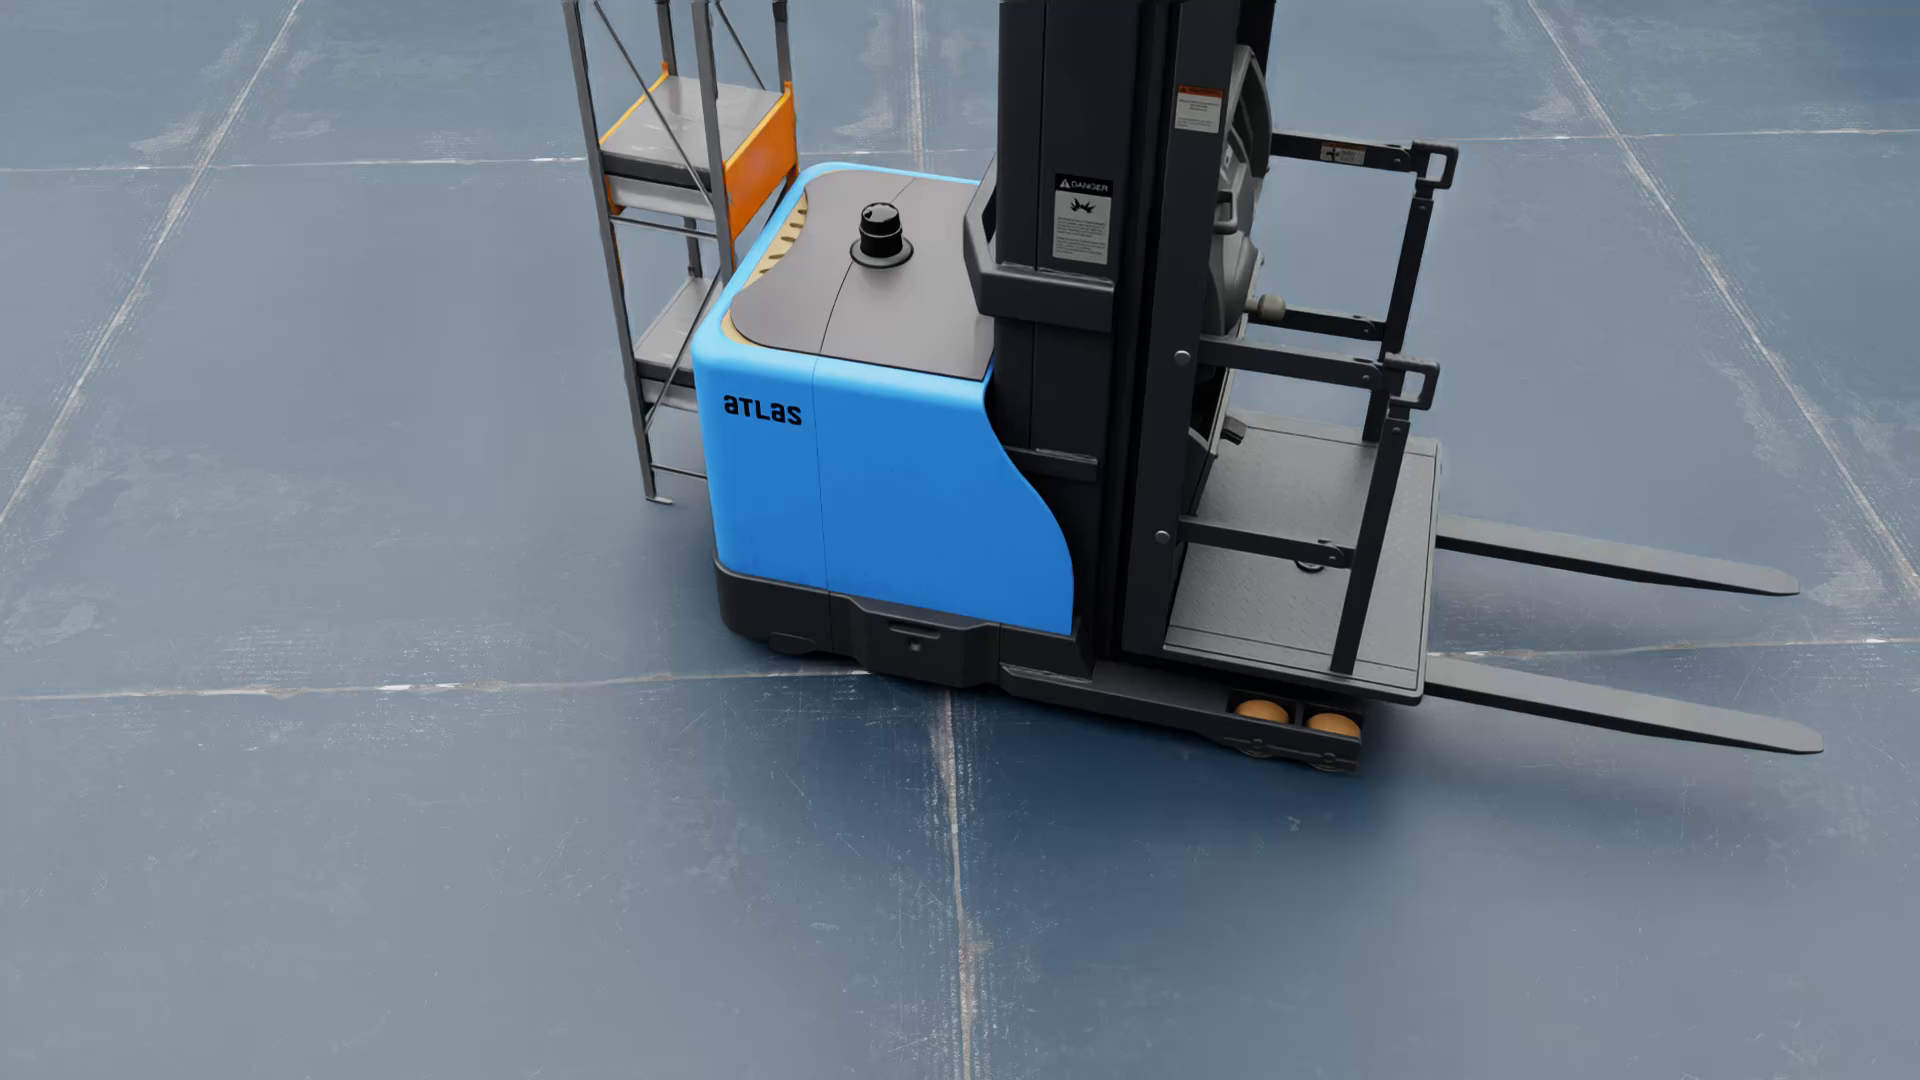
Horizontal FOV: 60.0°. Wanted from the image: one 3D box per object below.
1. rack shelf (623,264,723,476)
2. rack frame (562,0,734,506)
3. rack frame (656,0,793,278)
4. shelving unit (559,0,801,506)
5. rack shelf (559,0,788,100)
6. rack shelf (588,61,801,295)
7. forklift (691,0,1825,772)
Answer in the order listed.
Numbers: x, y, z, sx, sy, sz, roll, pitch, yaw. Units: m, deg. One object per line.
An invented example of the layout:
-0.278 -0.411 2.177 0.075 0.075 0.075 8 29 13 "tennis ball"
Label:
-0.750 -0.497 5.294 0.431 0.518 0.480 12 44 13 "rack shelf"
-0.825 -0.866 4.641 0.400 2.100 0.015 12 44 13 "rack frame"
-0.674 -1.180 4.983 0.400 2.100 0.015 12 44 13 "rack frame"
-0.750 -1.023 4.812 0.431 2.100 0.503 12 44 13 "shelving unit"
-0.750 -1.529 4.348 0.431 0.518 0.480 12 44 13 "rack shelf"
-0.750 -1.013 4.821 0.431 0.518 0.480 12 44 13 "rack shelf"
0.869 -0.846 4.004 3.031 2.935 1.130 10 43 11 "forklift"
